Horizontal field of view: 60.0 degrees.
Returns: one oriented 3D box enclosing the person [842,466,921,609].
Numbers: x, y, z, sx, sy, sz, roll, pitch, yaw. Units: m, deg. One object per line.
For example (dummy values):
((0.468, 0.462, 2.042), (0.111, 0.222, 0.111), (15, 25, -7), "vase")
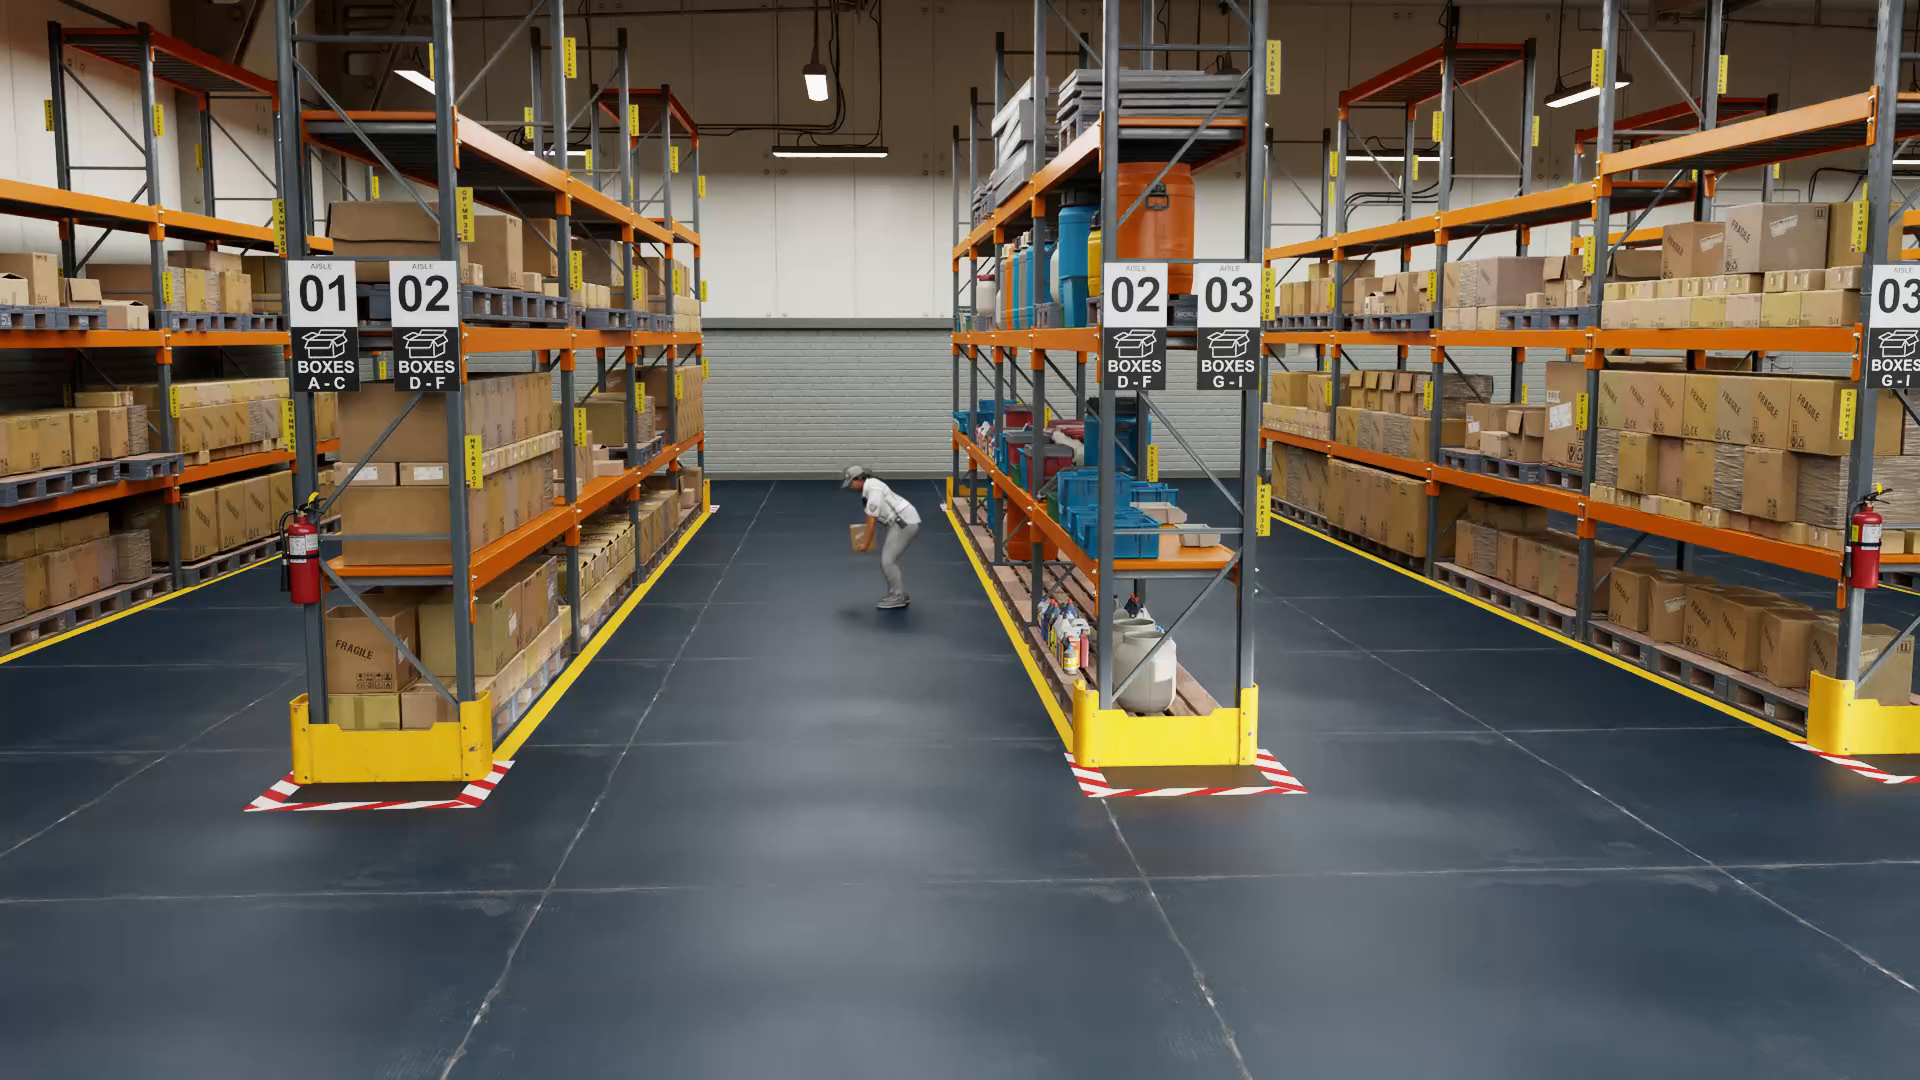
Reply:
((-0.802, -0.036, 16.958), (0.809, 1.449, 0.461), (-1, 7, -5), "person")
